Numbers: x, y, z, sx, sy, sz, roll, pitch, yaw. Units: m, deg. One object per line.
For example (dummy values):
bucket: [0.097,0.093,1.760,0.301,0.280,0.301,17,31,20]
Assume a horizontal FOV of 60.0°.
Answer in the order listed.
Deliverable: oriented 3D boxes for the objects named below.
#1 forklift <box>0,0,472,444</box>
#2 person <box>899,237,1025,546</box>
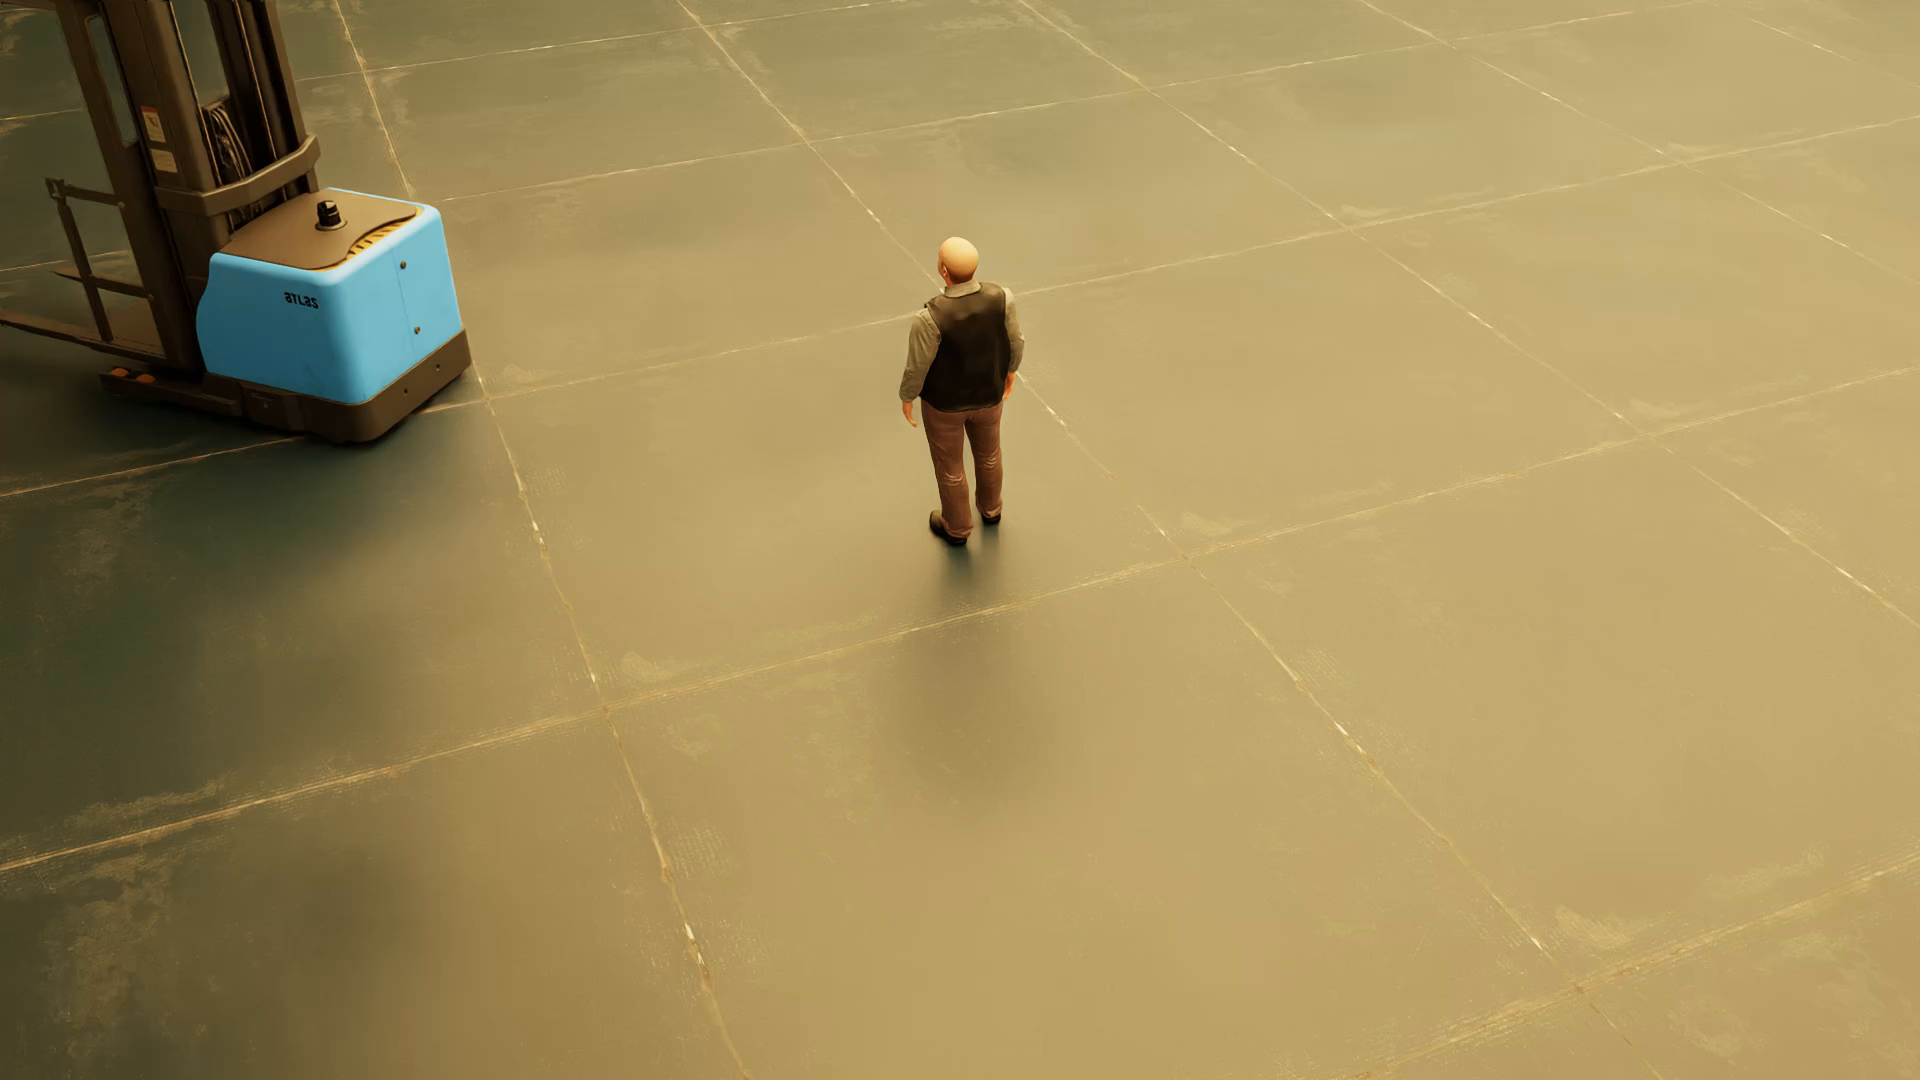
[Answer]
forklift: [-4.506,-2.268,9.288,3.031,2.935,1.130,13,37,17]
person: [-0.016,-0.742,8.174,0.632,1.720,0.568,-14,38,-19]
